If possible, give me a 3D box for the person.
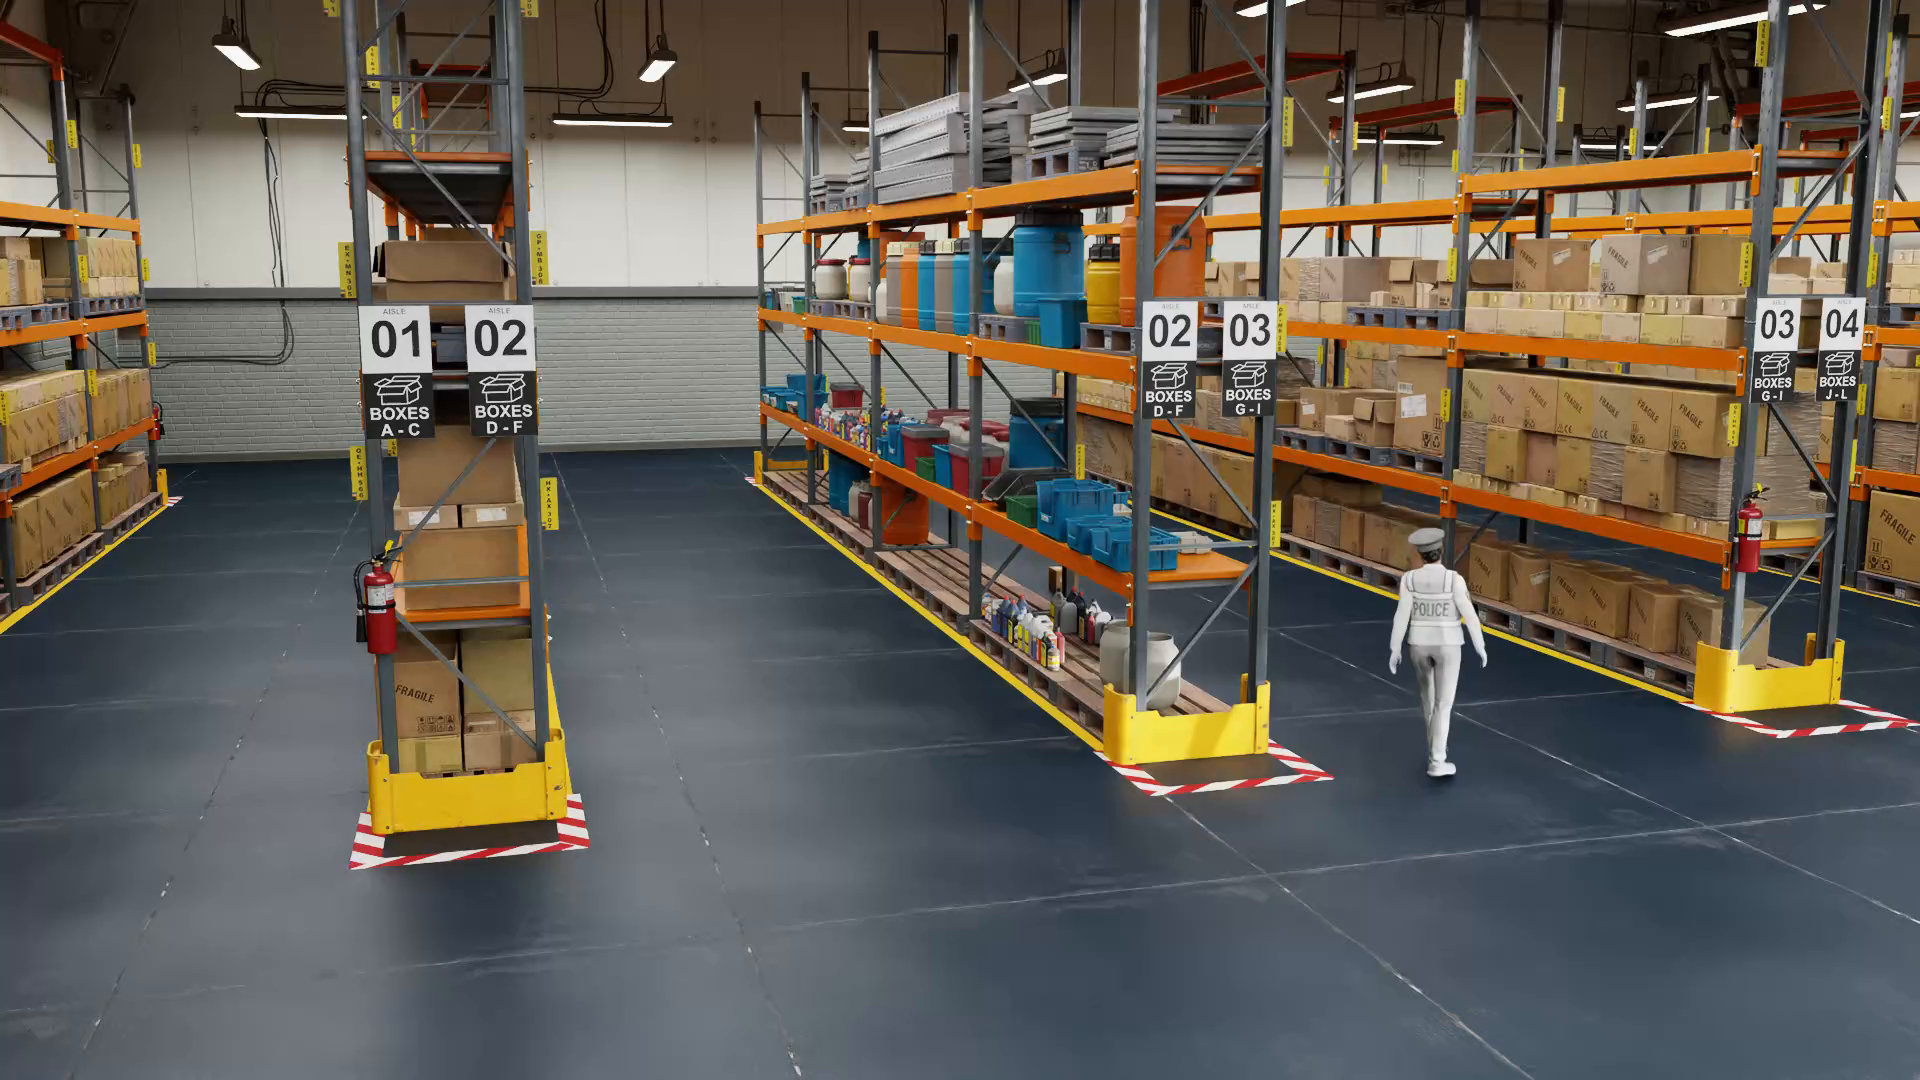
[{"bbox_3d":[3.263,0.784,11.335,0.599,1.724,0.623,6,11,33],"label":"person"}]
